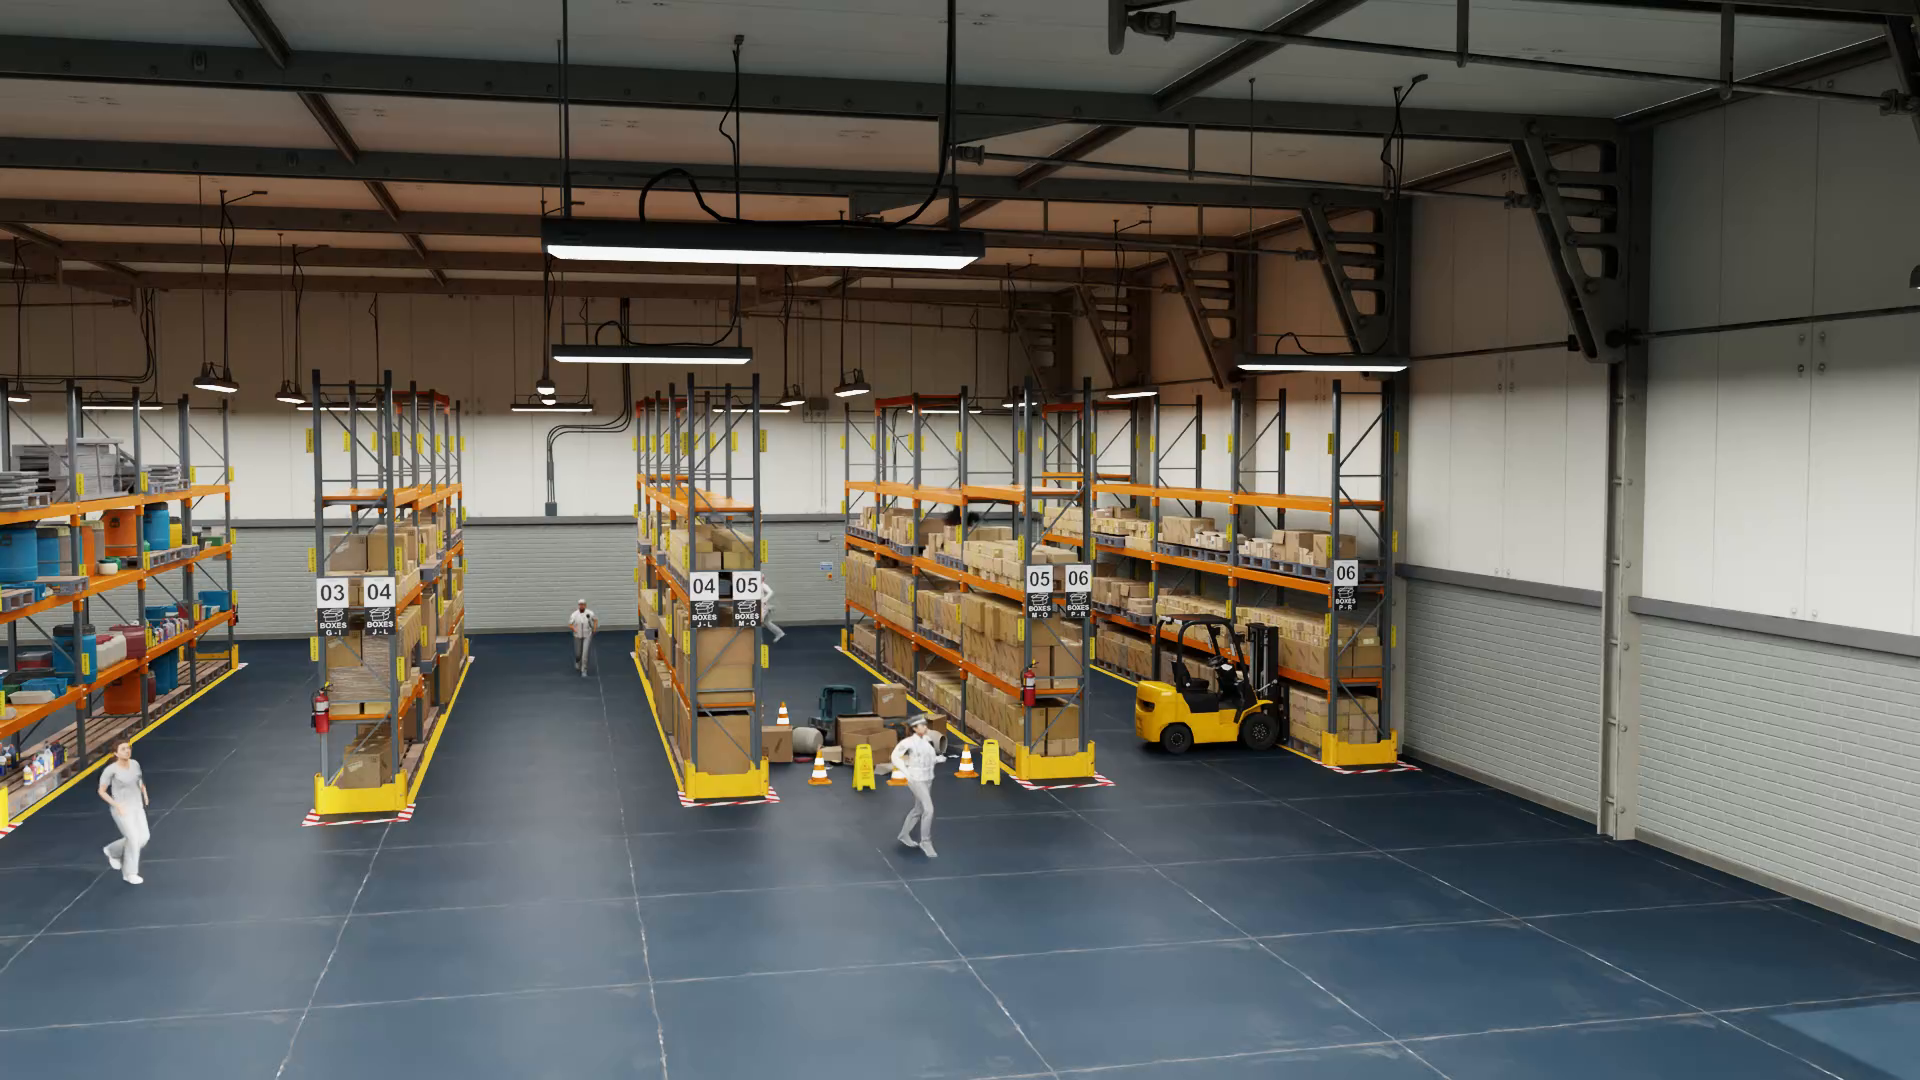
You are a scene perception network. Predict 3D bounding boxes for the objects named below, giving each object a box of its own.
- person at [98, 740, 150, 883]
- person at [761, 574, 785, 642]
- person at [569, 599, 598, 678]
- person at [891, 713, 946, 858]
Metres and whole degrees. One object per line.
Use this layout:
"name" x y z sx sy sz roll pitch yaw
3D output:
"person" -9.593 3.093 19.048 0.580 1.642 0.564 1 4 24
"person" -4.838 1.737 41.156 1.049 1.810 0.724 -1 3 -10
"person" -8.159 2.112 36.049 0.615 1.670 0.838 -1 3 -9
"person" -0.491 2.983 20.307 0.709 1.753 0.593 2 4 32
